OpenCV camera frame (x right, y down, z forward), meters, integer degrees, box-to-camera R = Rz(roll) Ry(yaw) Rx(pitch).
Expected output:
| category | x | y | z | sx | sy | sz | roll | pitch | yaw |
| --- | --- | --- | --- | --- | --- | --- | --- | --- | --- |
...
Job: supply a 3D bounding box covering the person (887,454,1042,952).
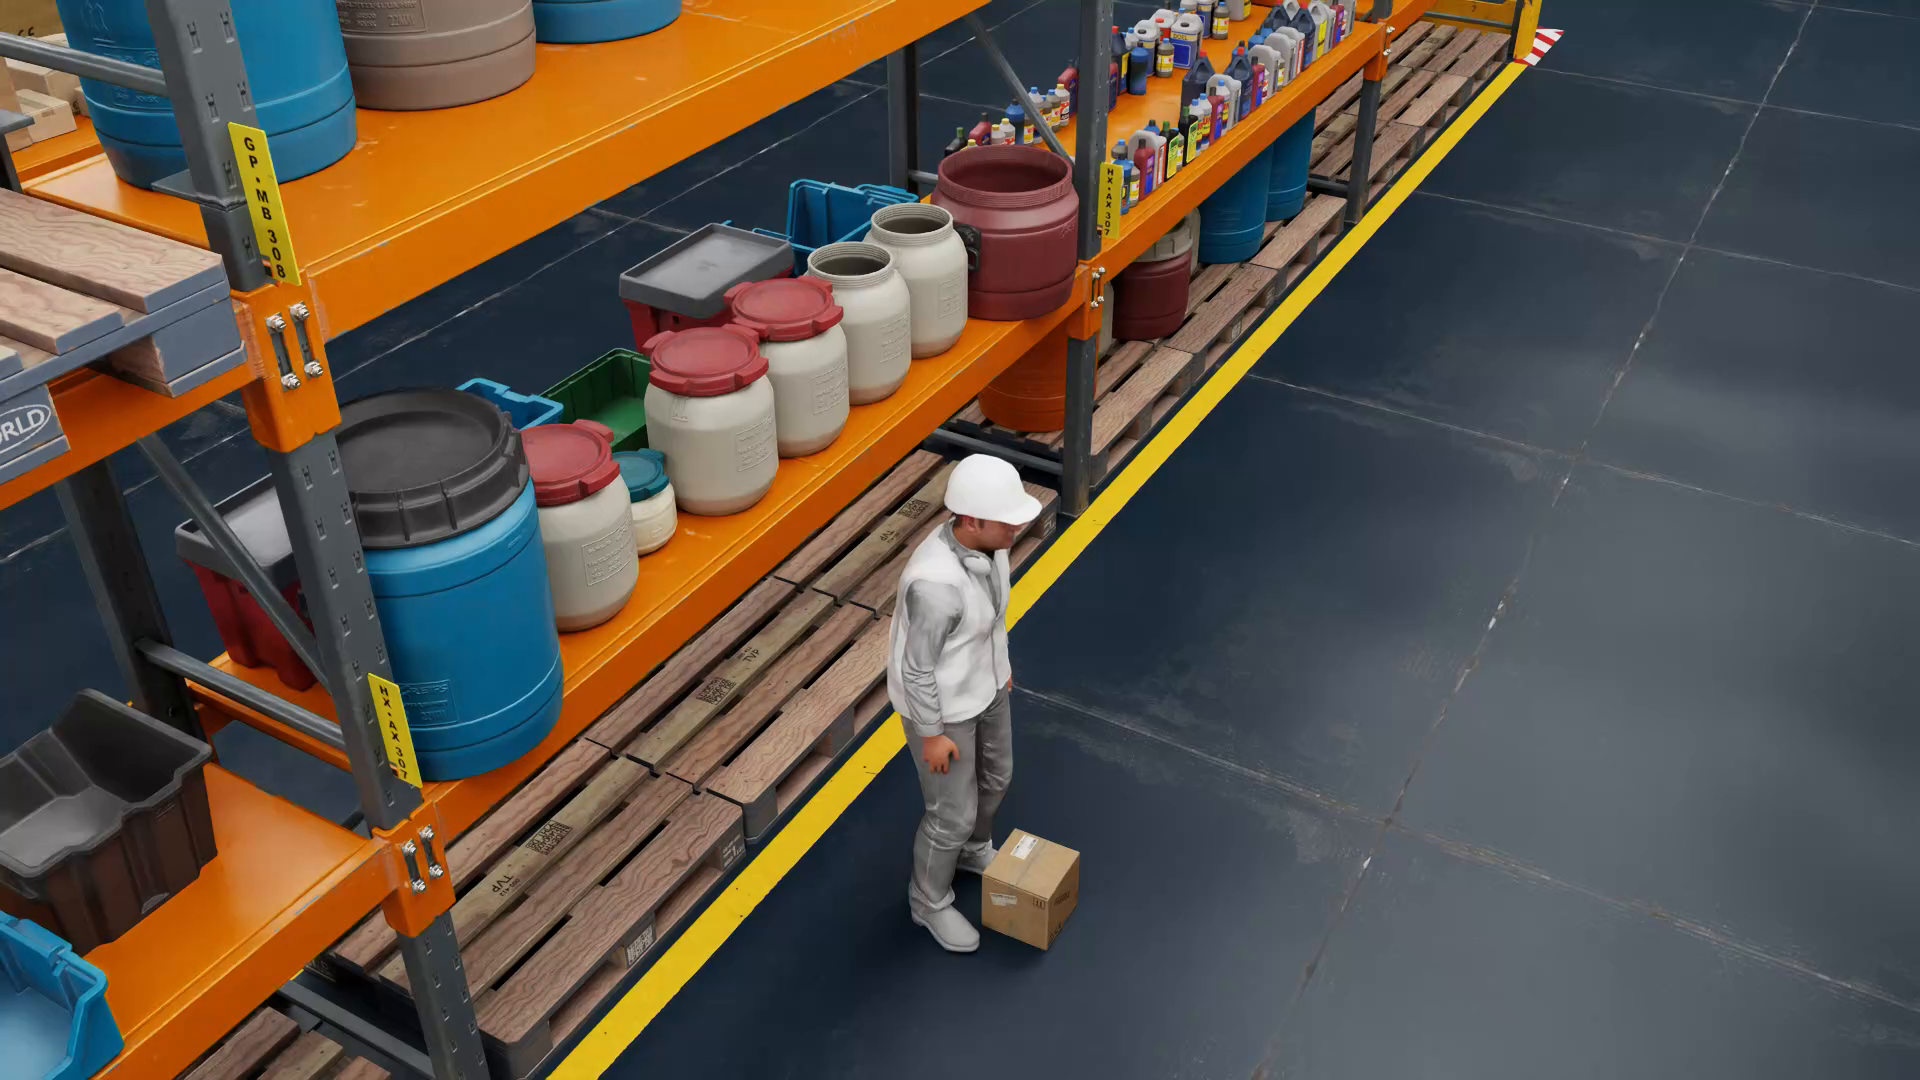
| category | x | y | z | sx | sy | sz | roll | pitch | yaw |
| --- | --- | --- | --- | --- | --- | --- | --- | --- | --- |
| person | 0.011 | 0.494 | 5.384 | 0.464 | 1.769 | 0.582 | 16 | 37 | 22 |
